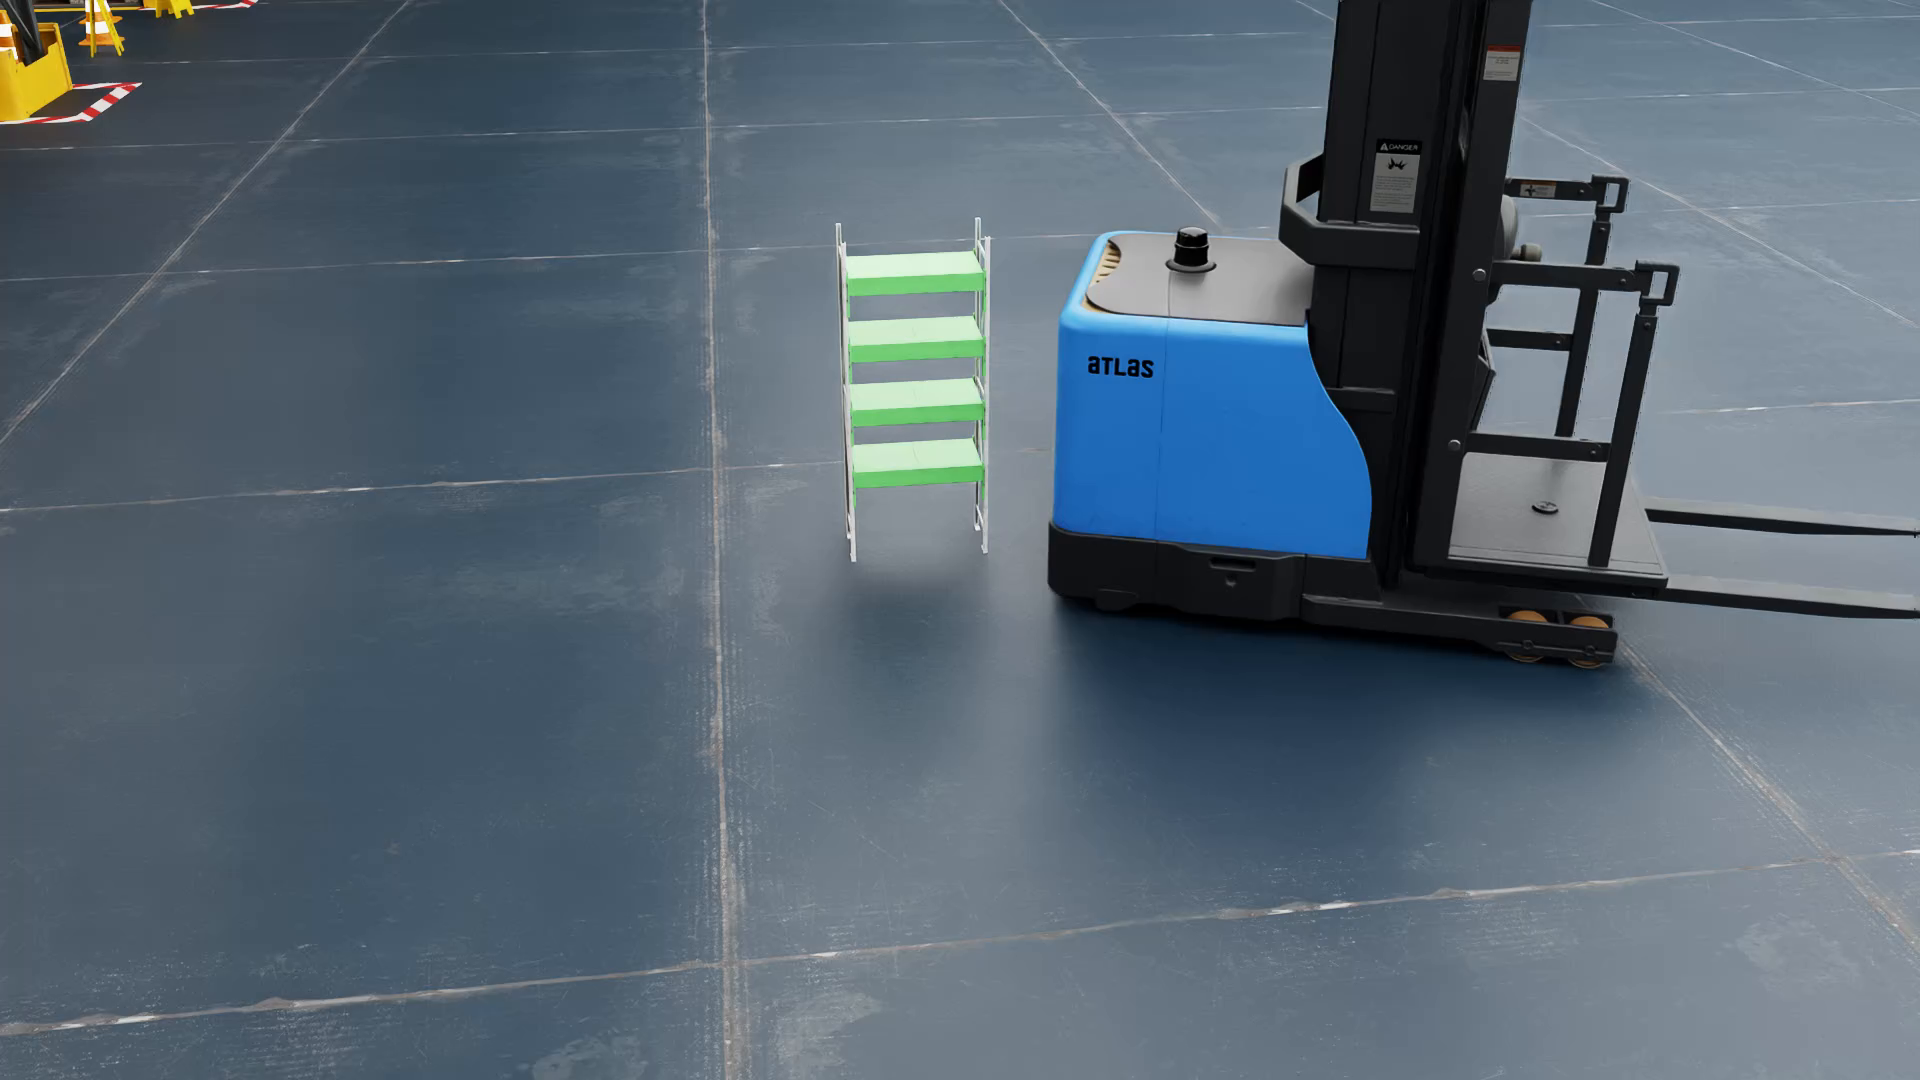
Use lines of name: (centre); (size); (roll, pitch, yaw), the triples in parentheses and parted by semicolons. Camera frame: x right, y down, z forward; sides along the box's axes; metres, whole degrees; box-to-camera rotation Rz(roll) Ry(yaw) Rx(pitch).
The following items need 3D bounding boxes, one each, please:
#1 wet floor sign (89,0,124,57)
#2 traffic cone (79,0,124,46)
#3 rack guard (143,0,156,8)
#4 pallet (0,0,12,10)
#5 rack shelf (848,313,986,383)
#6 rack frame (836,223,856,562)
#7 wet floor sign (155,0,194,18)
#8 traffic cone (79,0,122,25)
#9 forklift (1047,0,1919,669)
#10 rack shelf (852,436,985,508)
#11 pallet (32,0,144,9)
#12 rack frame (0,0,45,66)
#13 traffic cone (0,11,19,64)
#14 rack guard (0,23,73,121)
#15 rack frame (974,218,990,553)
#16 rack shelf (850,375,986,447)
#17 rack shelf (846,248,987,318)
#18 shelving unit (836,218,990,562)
wet floor sign: (-7.446, -4.535, 14.382); (0.232, 0.644, 0.267); (-8, 28, -16)
traffic cone: (-7.743, -4.698, 14.899); (0.334, 0.463, 0.336); (-4, 27, -7)
rack guard: (-8.064, -5.800, 17.007); (0.348, 0.500, 1.175); (-4, 27, -7)
pallet: (-10.079, -5.560, 16.855); (1.213, 0.211, 1.003); (-4, 27, -7)
rack shelf: (-0.164, -0.680, 5.875); (0.480, 0.148, 0.258); (-4, 27, -7)
rack frame: (-0.406, -0.508, 5.925); (0.015, 1.200, 0.240); (-4, 27, -7)
wet floor sign: (-7.651, -5.398, 16.064); (0.232, 0.644, 0.267); (6, 28, 11)
traffic cone: (-8.235, -5.178, 15.835); (0.334, 0.463, 0.336); (-4, 27, -7)
forklift: (1.876, -1.150, 5.280); (3.031, 2.935, 1.130); (5, 28, 10)
rack shelf: (-0.164, -0.253, 6.094); (0.480, 0.148, 0.258); (-4, 27, -7)
pallet: (-8.873, -5.636, 17.003); (1.213, 0.211, 1.003); (-4, 27, -7)
rack frame: (-7.199, -4.686, 12.097); (0.127, 3.000, 1.000); (-4, 27, -7)
traffic cone: (-7.922, -4.165, 13.861); (0.334, 0.463, 0.336); (-4, 27, -7)
rack guard: (-7.175, -3.575, 12.670); (0.348, 0.500, 1.175); (-4, 27, -7)
rack frame: (0.078, -0.539, 5.986); (0.015, 1.200, 0.240); (-4, 27, -7)
rack shelf: (-0.164, -0.466, 5.985); (0.480, 0.148, 0.258); (-4, 27, -7)
rack shelf: (-0.164, -0.894, 5.766); (0.480, 0.148, 0.258); (-4, 27, -7)
shelving unit: (-0.164, -0.523, 5.956); (0.503, 1.200, 0.258); (-4, 27, -7)
